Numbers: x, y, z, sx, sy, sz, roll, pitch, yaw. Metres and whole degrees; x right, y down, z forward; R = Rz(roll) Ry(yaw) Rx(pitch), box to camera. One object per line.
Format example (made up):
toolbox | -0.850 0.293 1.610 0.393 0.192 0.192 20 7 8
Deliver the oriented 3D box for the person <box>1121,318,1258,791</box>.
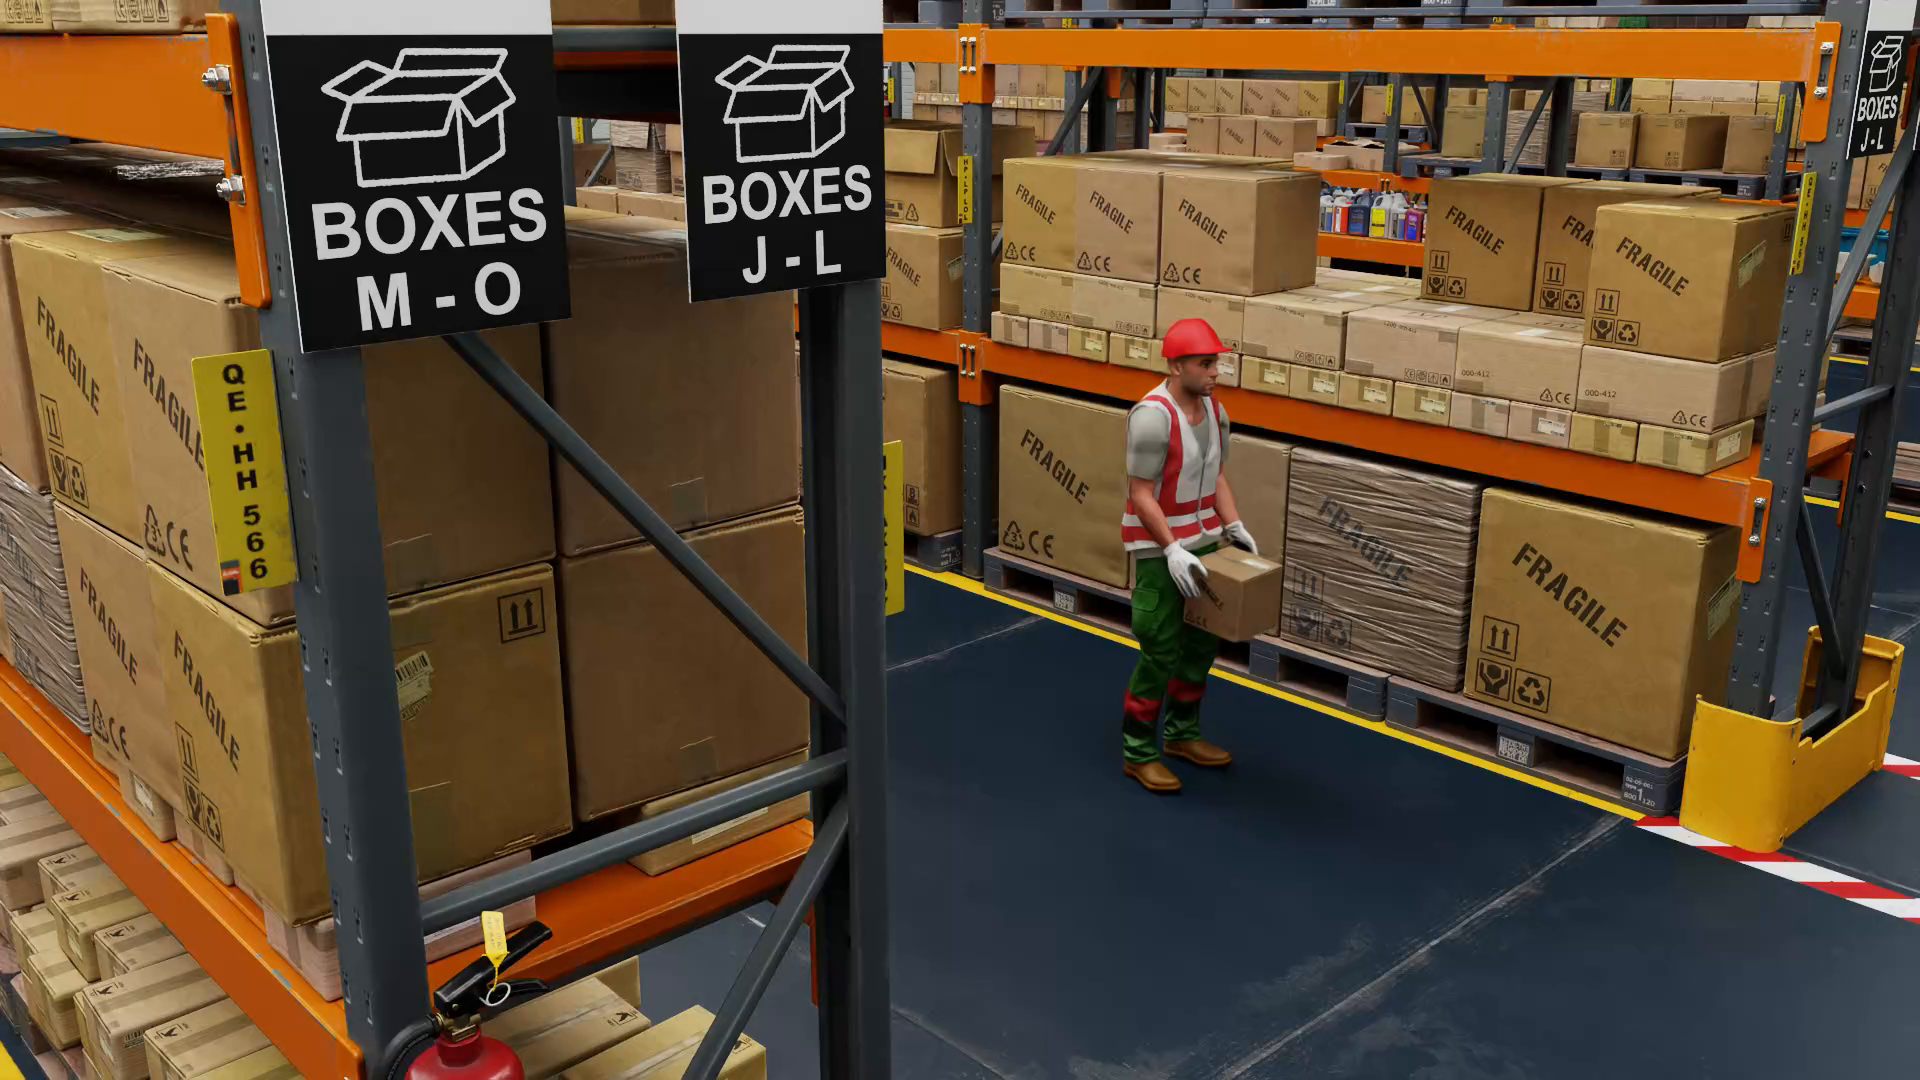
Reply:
person | -0.522 -1.800 12.345 7.342 1.788 11.342 -16 23 -42
